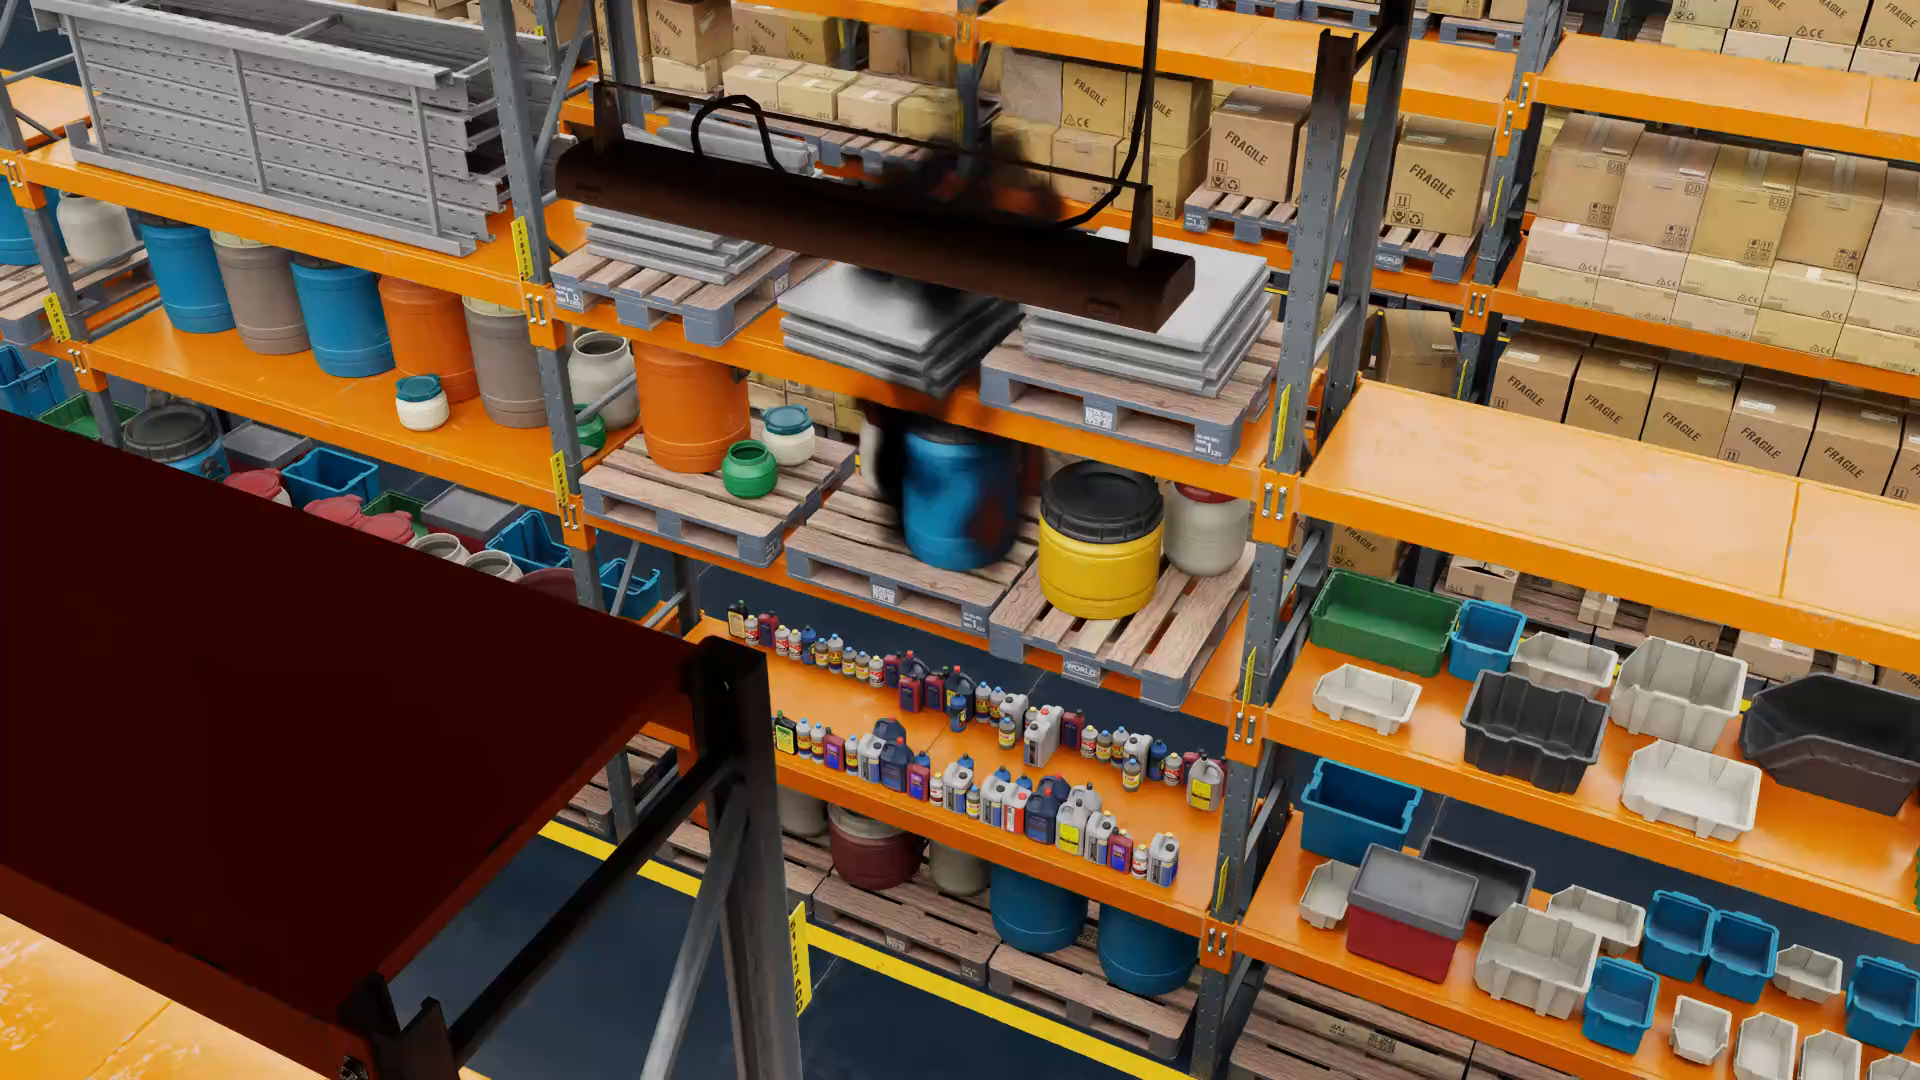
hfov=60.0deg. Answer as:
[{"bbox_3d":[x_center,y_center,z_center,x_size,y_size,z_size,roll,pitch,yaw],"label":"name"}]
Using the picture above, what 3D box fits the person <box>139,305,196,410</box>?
[{"bbox_3d":[-6.787,-1.309,14.273,0.684,1.734,0.592,17,38,23],"label":"person"}]
